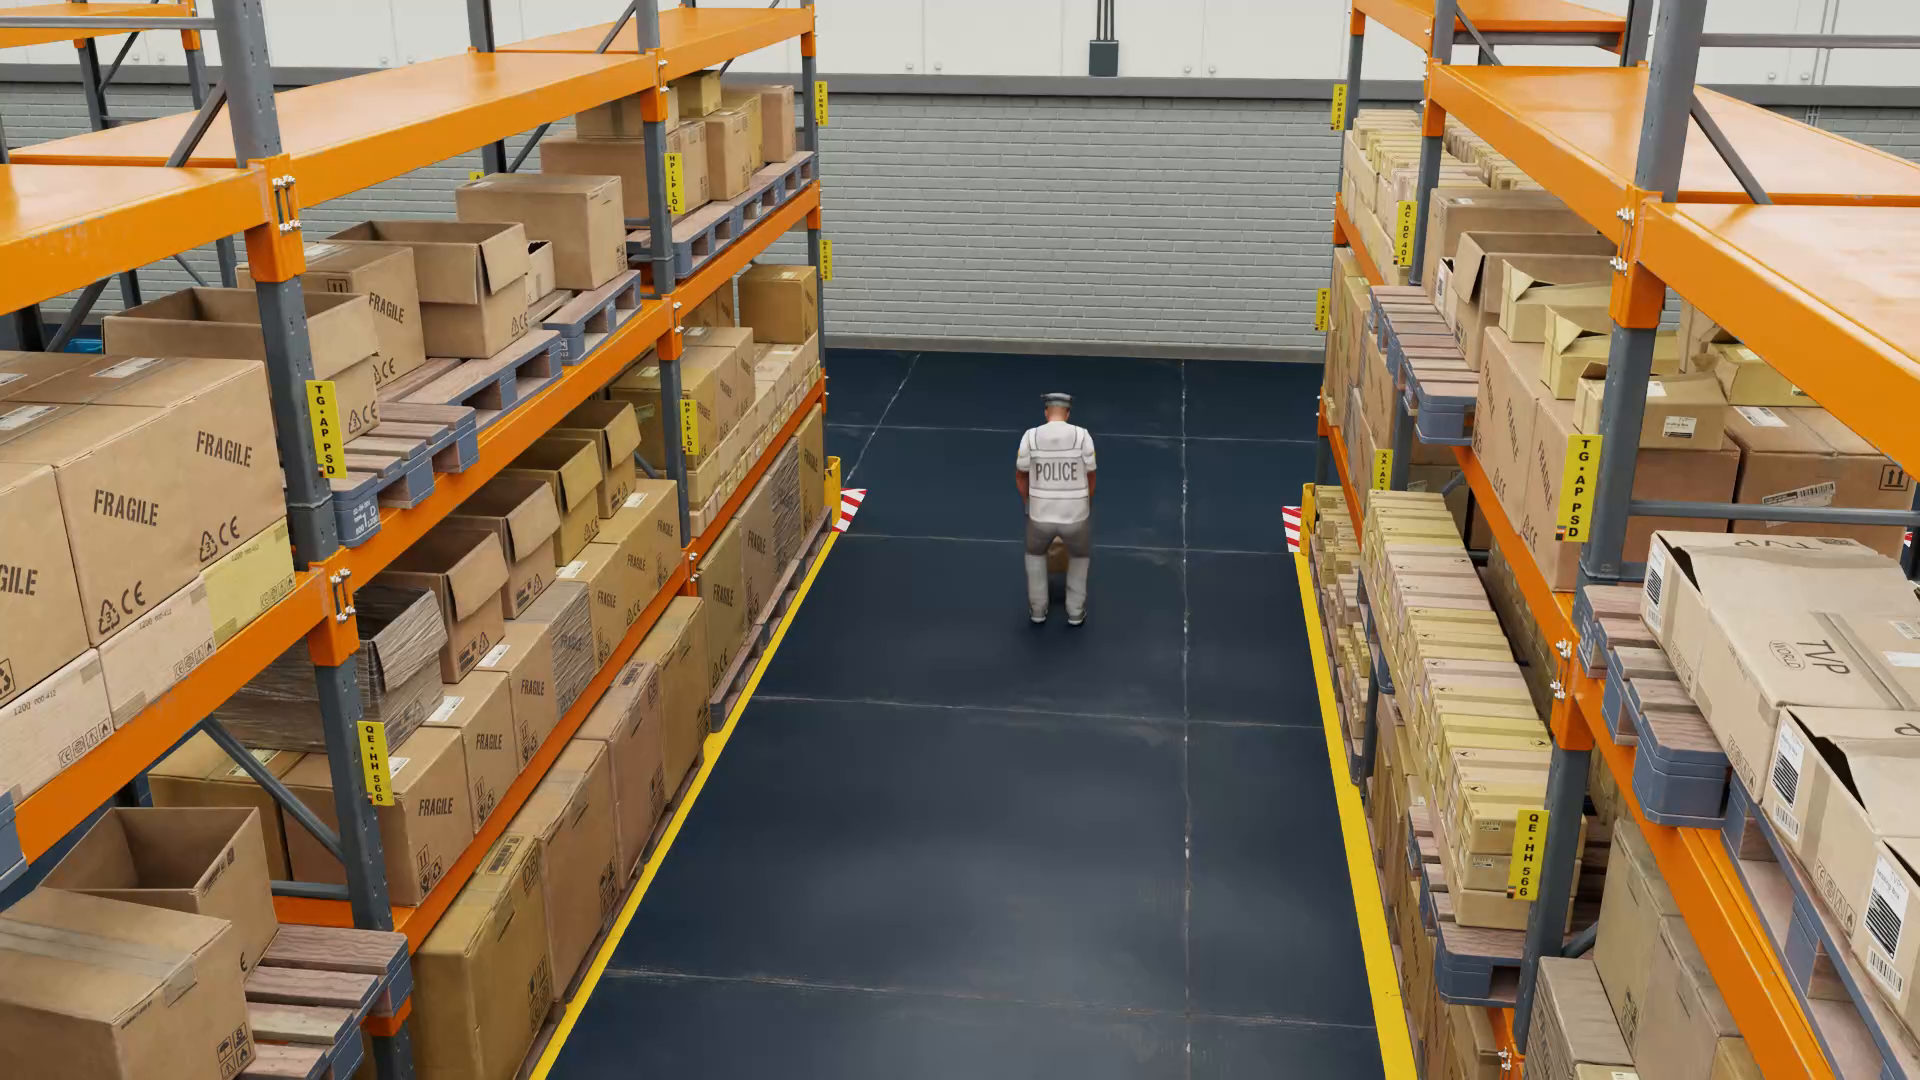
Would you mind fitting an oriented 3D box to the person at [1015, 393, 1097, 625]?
[{"bbox_3d":[0.672,-0.209,11.779,0.571,1.650,0.585,3,21,8],"label":"person"}]
